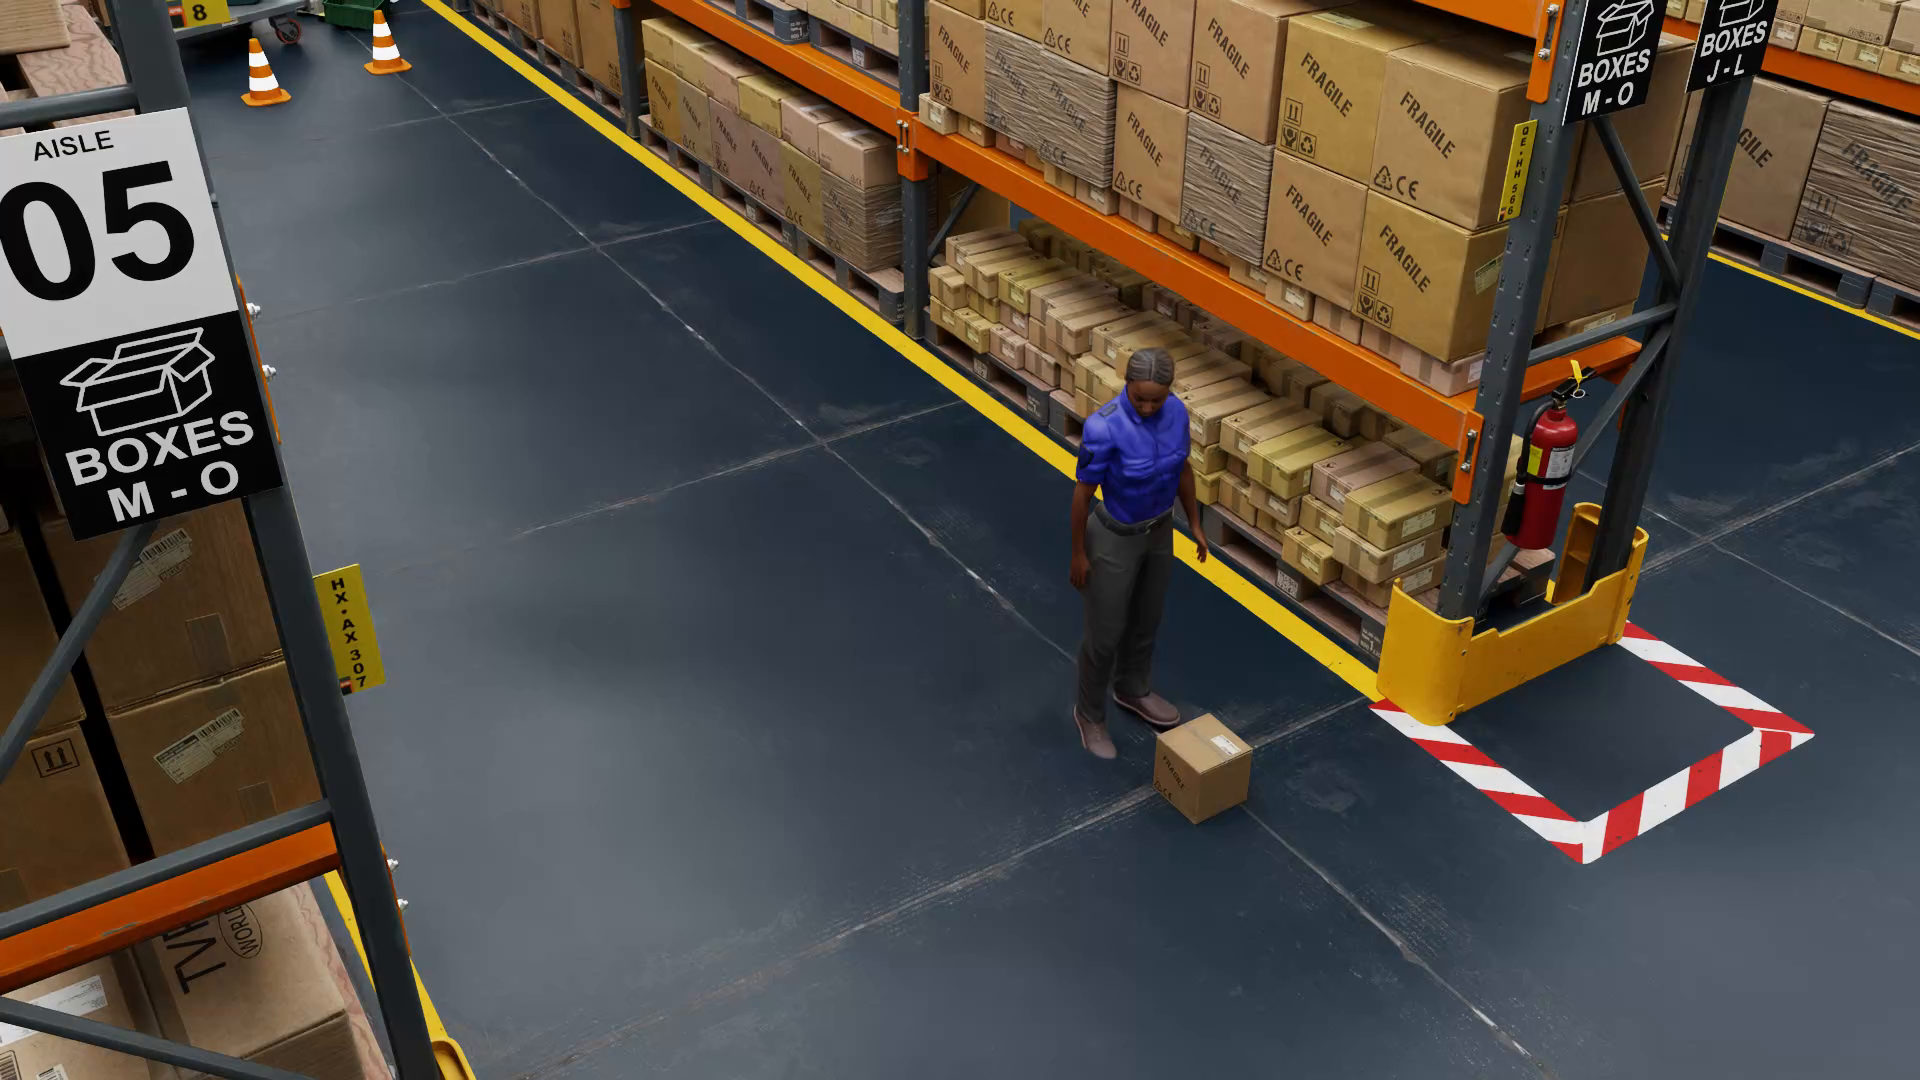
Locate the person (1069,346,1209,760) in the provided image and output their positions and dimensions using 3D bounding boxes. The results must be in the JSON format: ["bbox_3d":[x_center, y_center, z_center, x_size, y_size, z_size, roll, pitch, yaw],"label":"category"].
[{"bbox_3d":[0.653,0.031,6.119,0.534,1.702,0.336,-24,40,-32],"label":"person"}]
